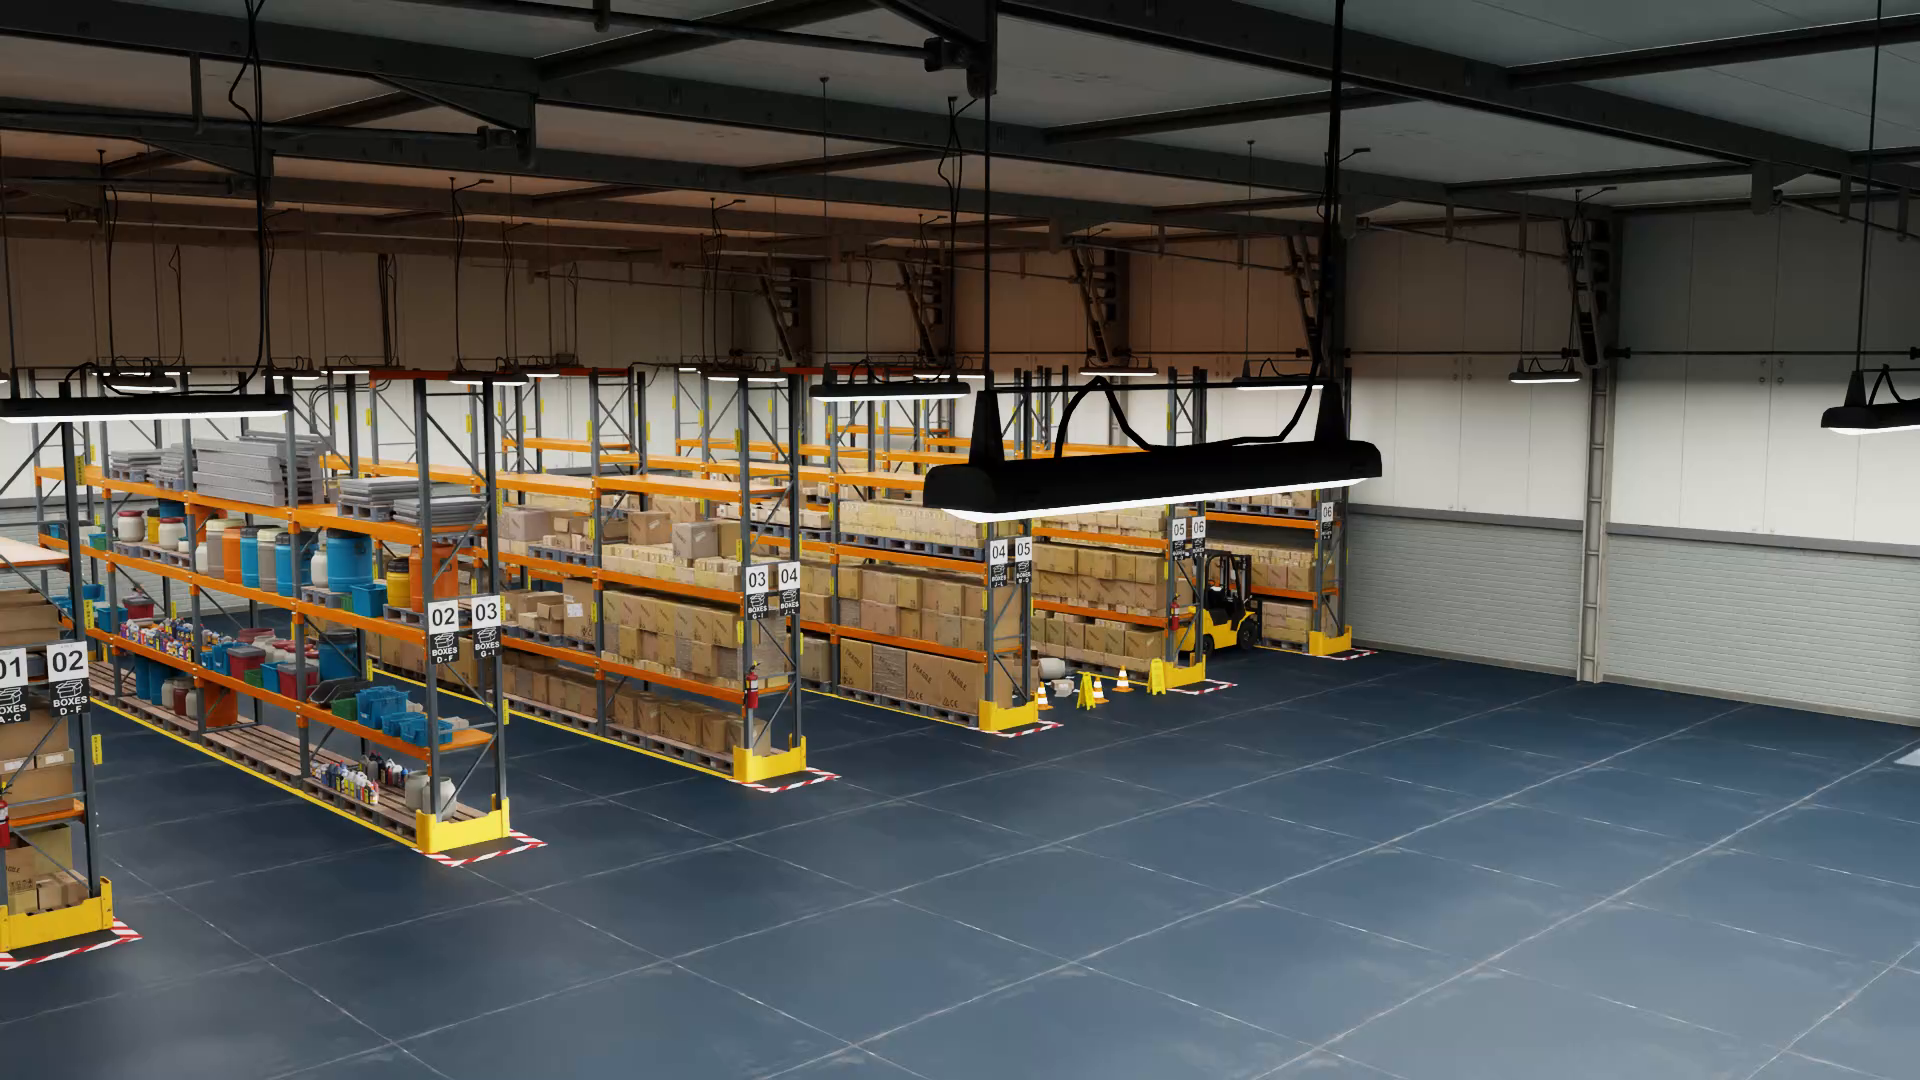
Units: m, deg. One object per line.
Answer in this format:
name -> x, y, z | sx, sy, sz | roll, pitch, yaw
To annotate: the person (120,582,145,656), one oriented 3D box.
person -> -16.954, 1.761, 34.297 | 0.940, 1.413, 0.445 | 4, 7, 29
